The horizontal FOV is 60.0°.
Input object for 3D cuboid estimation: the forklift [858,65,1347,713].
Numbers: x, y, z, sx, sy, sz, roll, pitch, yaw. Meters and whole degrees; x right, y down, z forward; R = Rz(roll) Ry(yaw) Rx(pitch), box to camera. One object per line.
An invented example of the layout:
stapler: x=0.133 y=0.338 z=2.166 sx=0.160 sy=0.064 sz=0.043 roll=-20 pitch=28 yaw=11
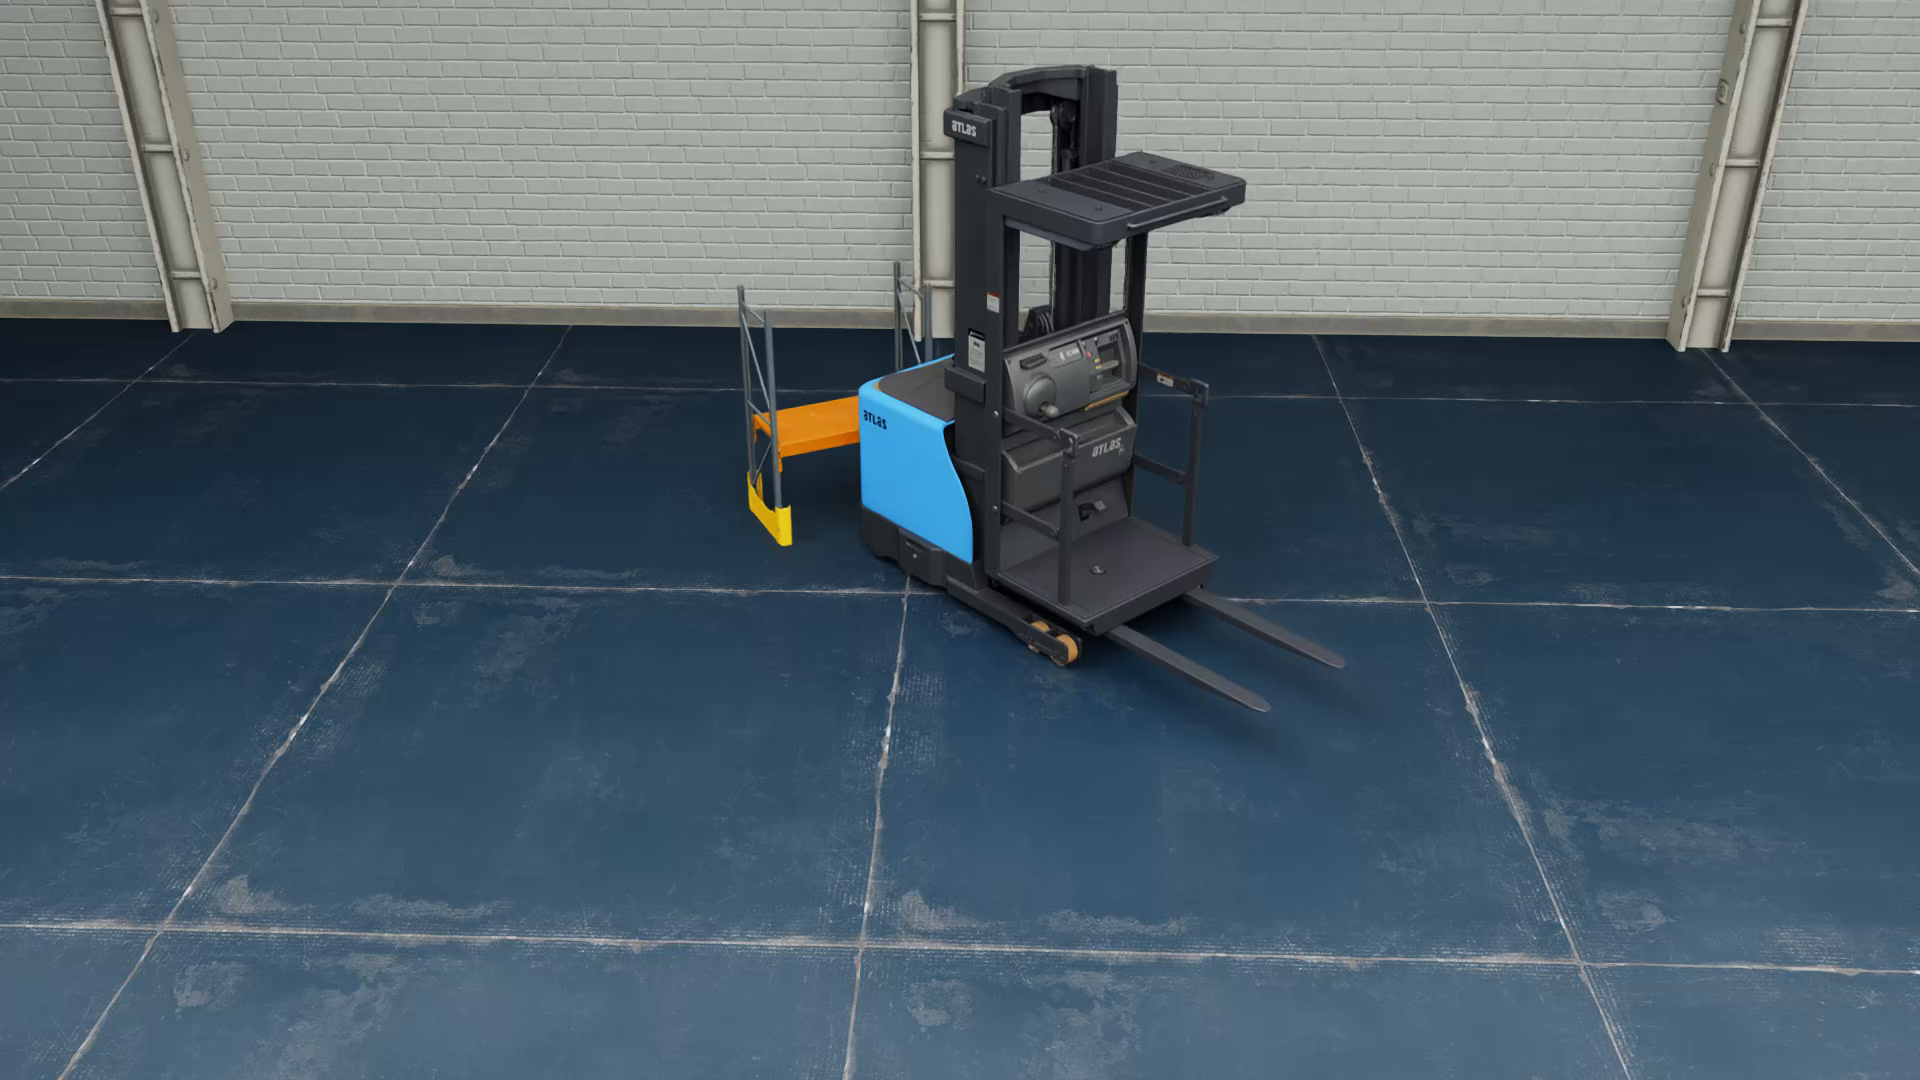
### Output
forklift: x=0.744 y=-0.886 z=8.792 sx=1.130 sy=2.935 sz=3.031 roll=-23 pitch=35 yaw=-36

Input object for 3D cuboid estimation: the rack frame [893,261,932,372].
rack frame: x=-0.291 y=-0.960 z=10.460 sx=0.032 sy=1.500 sz=0.500 roll=-13 pitch=31 yaw=-23

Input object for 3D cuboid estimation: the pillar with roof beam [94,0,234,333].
pillar with roof beam: x=-6.311 y=-3.709 z=7.638 sx=0.400 sy=9.000 sz=9.100 roll=1 pitch=28 yaw=2

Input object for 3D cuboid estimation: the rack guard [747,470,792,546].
rack guard: x=-1.188 y=-0.204 z=10.368 sx=0.087 sy=0.250 sz=0.587 roll=-13 pitch=31 yaw=-23

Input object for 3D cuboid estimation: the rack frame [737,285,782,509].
rack frame: x=-1.206 y=-0.752 z=10.068 sx=0.032 sy=1.500 sz=0.500 roll=-13 pitch=31 yaw=-23

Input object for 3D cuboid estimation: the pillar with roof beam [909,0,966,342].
pillar with roof beam: x=-0.315 y=-3.610 z=7.451 sx=0.400 sy=9.000 sz=9.100 roll=1 pitch=28 yaw=2

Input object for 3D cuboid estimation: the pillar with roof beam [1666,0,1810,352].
pillar with roof beam: x=5.682 y=-3.510 z=7.264 sx=0.400 sy=9.000 sz=9.100 roll=1 pitch=28 yaw=2

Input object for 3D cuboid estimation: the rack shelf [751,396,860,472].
rack shelf: x=-0.749 y=-0.697 z=10.348 sx=1.000 sy=0.185 sz=0.538 roll=-13 pitch=31 yaw=-23

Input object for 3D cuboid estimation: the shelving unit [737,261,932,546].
shelving unit: x=-0.740 y=-0.858 z=10.268 sx=1.083 sy=1.500 sz=0.587 roll=-13 pitch=31 yaw=-23
